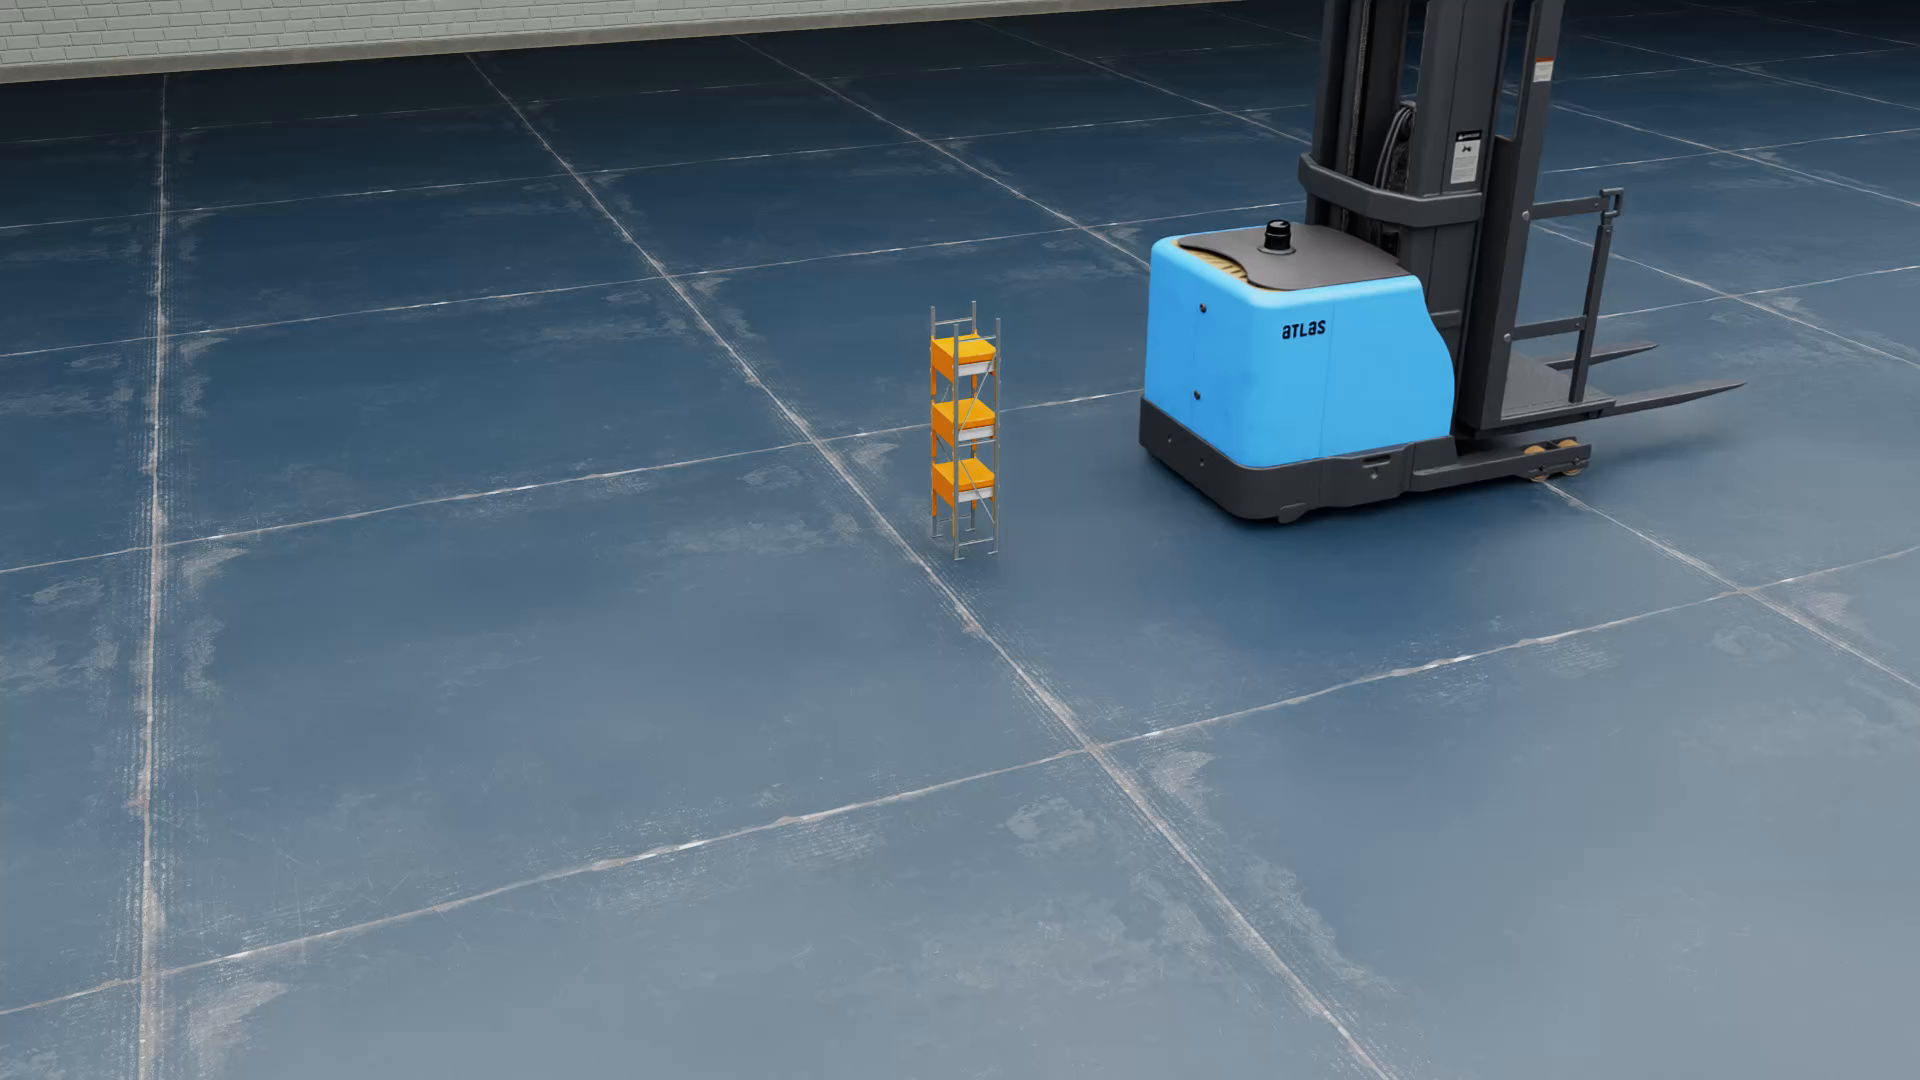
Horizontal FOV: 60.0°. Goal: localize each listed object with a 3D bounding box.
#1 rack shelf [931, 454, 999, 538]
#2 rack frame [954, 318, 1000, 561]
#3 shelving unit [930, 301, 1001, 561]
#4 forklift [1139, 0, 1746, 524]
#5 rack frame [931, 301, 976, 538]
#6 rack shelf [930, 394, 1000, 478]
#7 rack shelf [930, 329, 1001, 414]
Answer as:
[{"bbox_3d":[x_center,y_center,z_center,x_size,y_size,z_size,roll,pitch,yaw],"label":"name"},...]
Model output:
[{"bbox_3d":[0.021,-0.191,7.102,0.215,0.259,0.240,-11,28,-21],"label":"rack shelf"},{"bbox_3d":[0.069,-0.401,6.875,0.200,1.050,0.008,-11,28,-21],"label":"rack frame"},{"bbox_3d":[0.021,-0.450,6.975,0.215,1.050,0.252,-11,28,-21],"label":"shelving unit"},{"bbox_3d":[2.433,-1.793,7.581,3.031,2.935,1.130,-10,28,-20],"label":"forklift"},{"bbox_3d":[-0.027,-0.499,7.076,0.200,1.050,0.008,-11,28,-21],"label":"rack frame"},{"bbox_3d":[0.021,-0.441,6.980,0.215,0.259,0.240,-11,28,-21],"label":"rack shelf"},{"bbox_3d":[0.021,-0.696,6.856,0.215,0.259,0.240,-11,28,-21],"label":"rack shelf"}]
